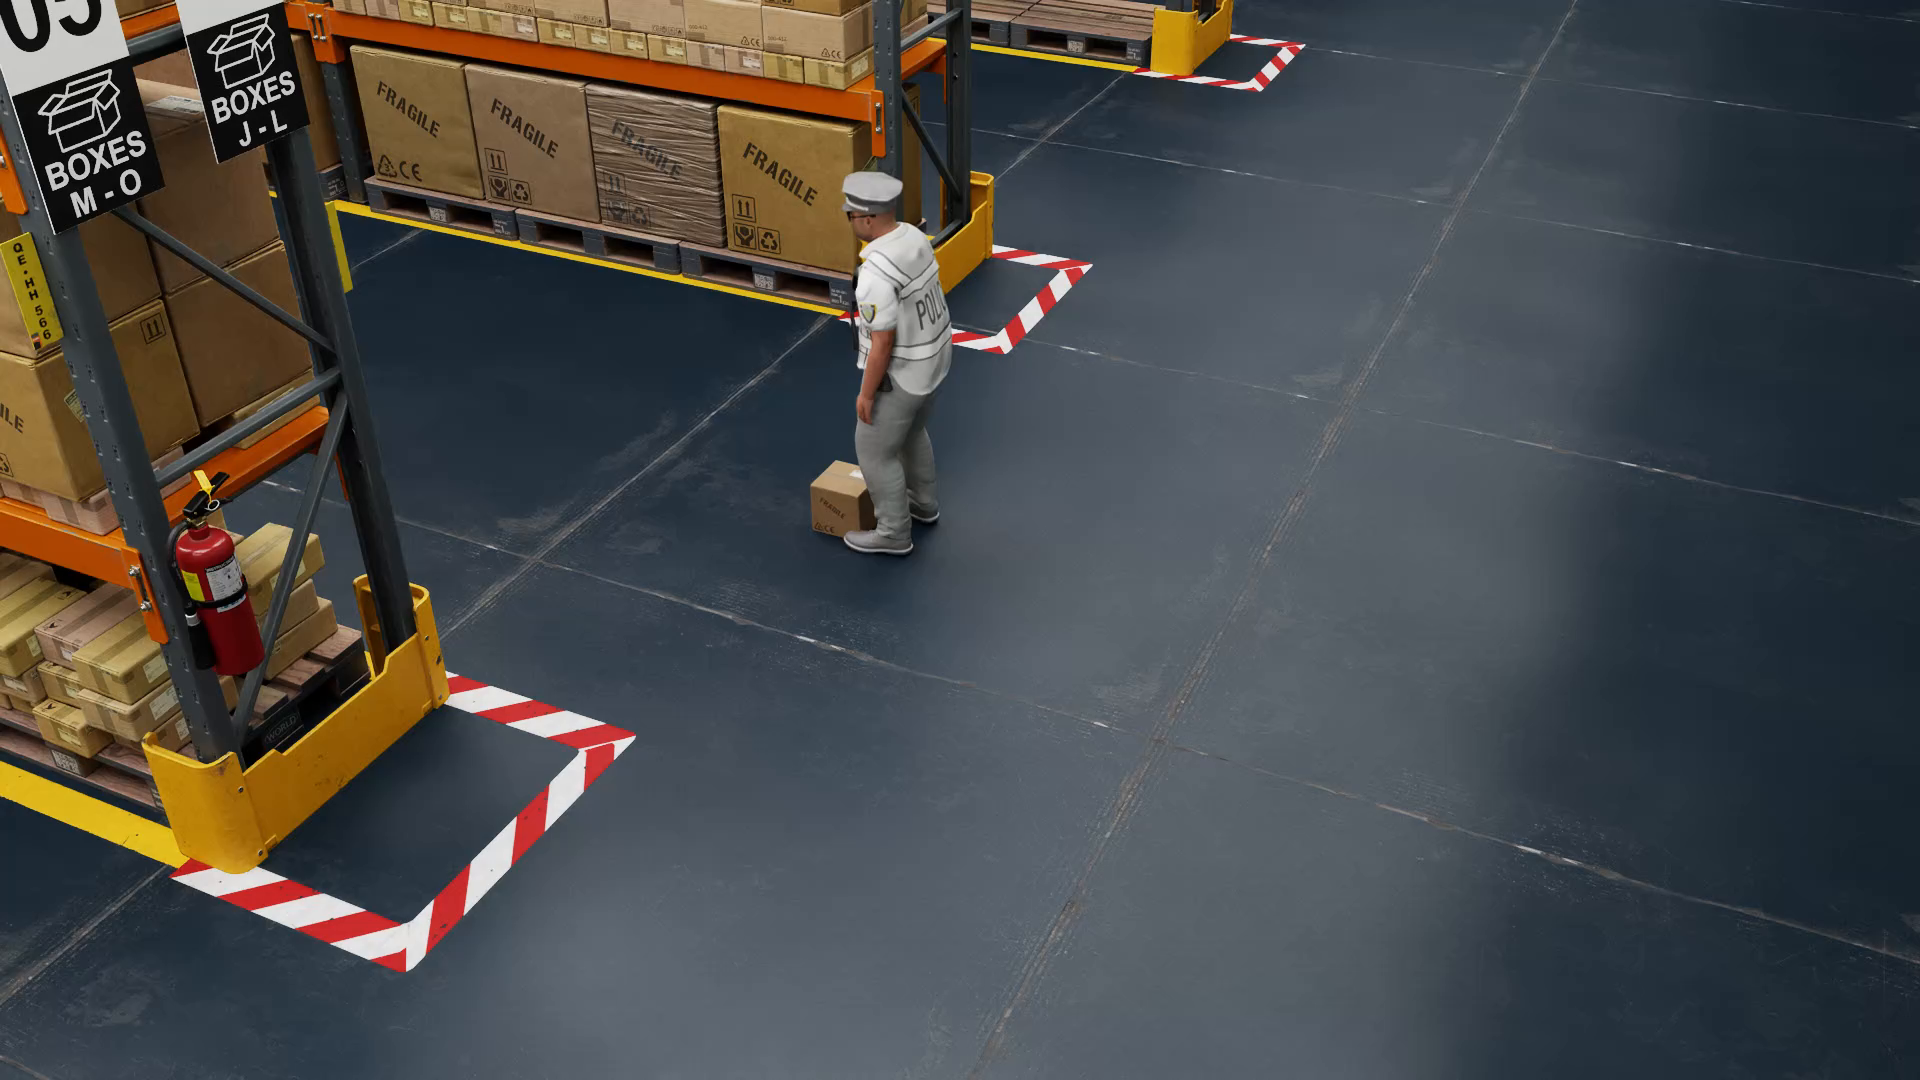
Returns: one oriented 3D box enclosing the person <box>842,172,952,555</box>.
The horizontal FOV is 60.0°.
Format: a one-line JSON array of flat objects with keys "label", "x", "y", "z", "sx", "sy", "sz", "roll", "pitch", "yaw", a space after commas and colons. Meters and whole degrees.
[{"label": "person", "x": -0.276, "y": -0.747, "z": 7.264, "sx": 0.447, "sy": 1.747, "sz": 0.602, "roll": 12, "pitch": 35, "yaw": 18}]
